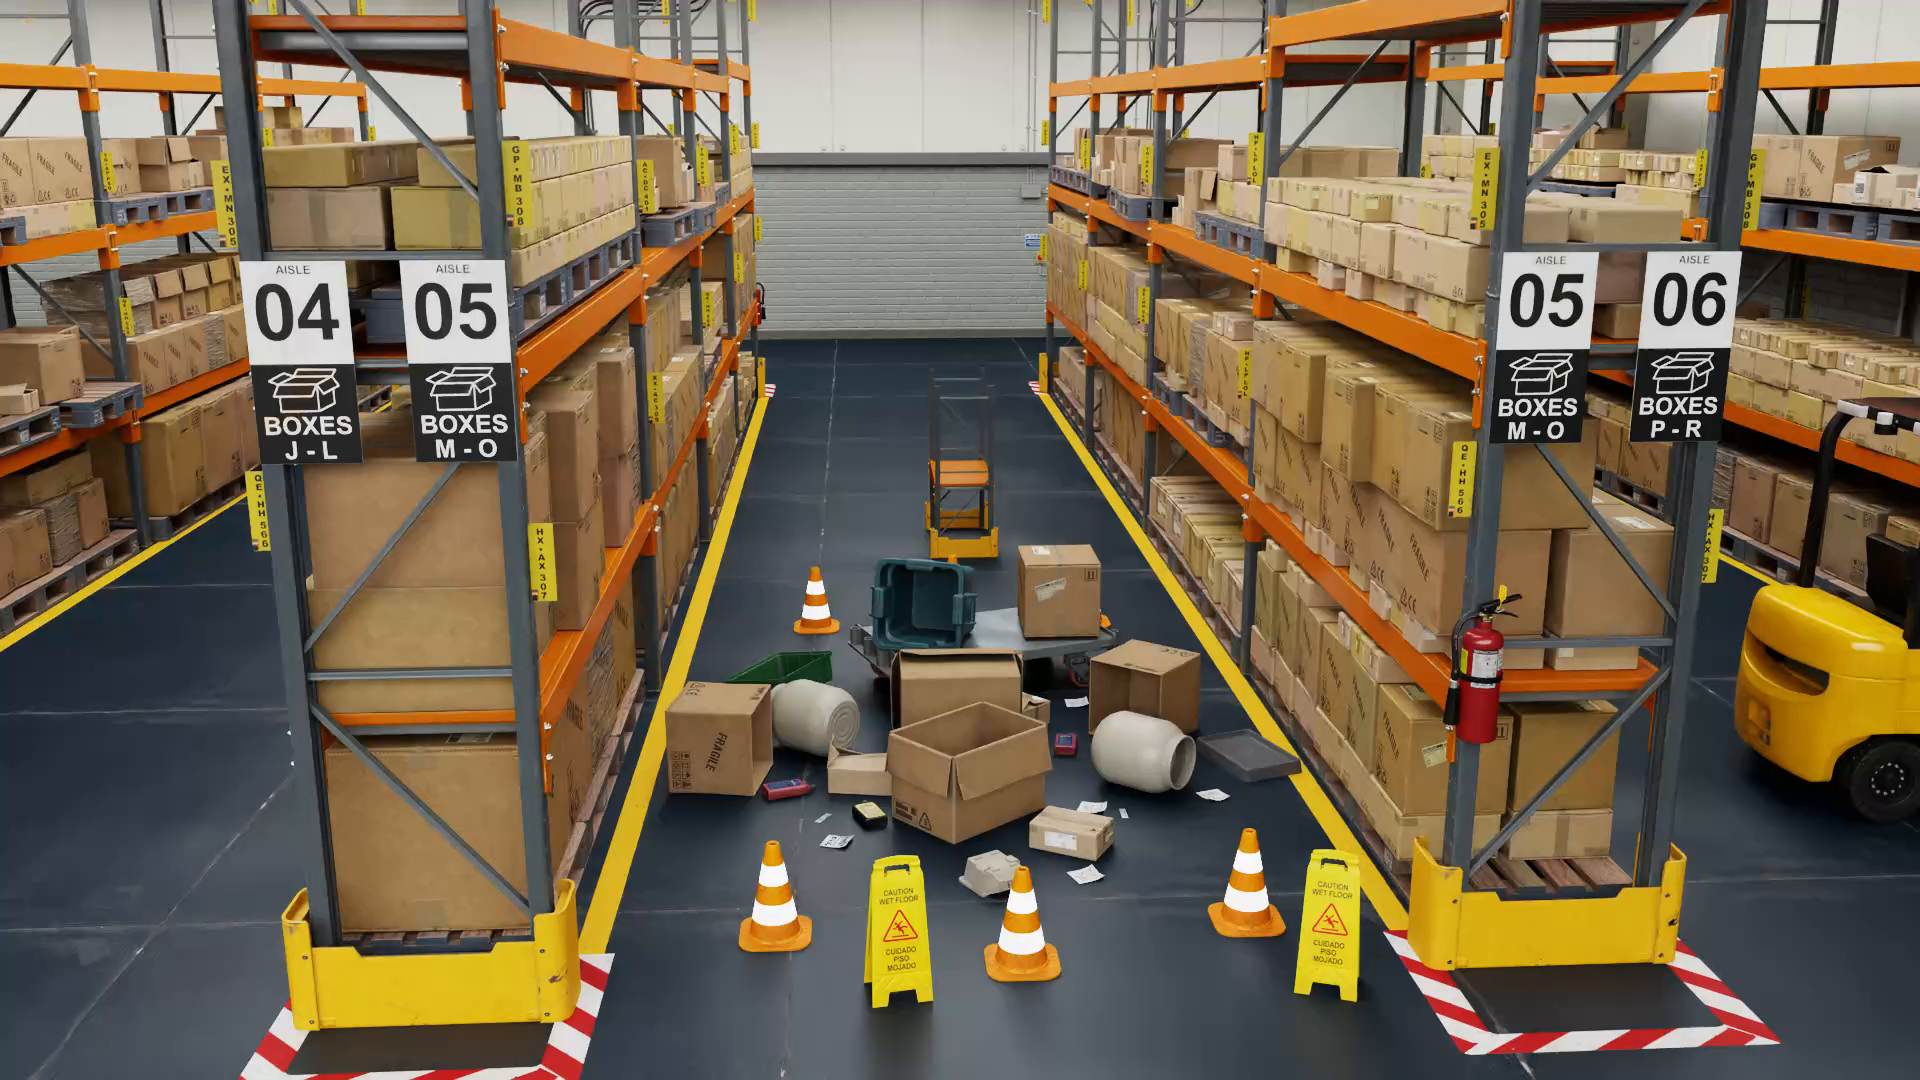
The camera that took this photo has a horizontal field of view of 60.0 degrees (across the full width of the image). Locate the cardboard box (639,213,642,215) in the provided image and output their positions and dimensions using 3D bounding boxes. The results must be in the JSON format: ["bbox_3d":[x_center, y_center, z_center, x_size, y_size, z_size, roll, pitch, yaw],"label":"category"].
[{"bbox_3d":[-2.315,-2.284,11.324,0.250,0.149,0.380,-1,14,-3],"label":"cardboard box"}]

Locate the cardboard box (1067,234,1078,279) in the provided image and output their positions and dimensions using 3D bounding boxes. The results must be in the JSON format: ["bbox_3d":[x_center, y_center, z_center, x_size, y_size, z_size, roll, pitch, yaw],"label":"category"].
[{"bbox_3d":[1.571,-3.429,20.126,0.500,0.500,0.500,-1,14,-3],"label":"cardboard box"}]

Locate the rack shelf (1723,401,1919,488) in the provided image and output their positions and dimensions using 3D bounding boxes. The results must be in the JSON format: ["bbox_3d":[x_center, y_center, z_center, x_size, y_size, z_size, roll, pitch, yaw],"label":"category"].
[{"bbox_3d":[7.265,-0.767,13.433,1.077,0.370,4.000,-1,14,-3],"label":"rack shelf"}]

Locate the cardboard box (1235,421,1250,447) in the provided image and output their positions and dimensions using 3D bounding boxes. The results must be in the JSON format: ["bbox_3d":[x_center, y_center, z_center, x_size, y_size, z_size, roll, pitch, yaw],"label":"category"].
[{"bbox_3d":[2.128,-0.746,11.568,0.380,0.149,0.250,-1,14,-3],"label":"cardboard box"}]

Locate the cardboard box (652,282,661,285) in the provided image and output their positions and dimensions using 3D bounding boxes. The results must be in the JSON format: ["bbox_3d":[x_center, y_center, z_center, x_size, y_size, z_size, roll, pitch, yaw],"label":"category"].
[{"bbox_3d":[-3.429,-2.694,17.943,0.380,0.149,0.250,0,14,-1],"label":"cardboard box"}]

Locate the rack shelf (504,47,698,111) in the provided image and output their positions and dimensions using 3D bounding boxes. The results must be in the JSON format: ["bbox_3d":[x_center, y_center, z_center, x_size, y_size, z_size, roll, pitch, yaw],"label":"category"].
[{"bbox_3d":[-2.623,-3.300,12.039,1.077,0.370,4.000,-1,14,-3],"label":"rack shelf"}]

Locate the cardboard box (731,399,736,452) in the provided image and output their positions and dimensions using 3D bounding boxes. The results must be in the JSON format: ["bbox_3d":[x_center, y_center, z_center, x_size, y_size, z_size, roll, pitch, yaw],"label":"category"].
[{"bbox_3d":[-2.697,-1.241,18.005,0.500,0.500,0.500,-1,14,-5],"label":"cardboard box"}]

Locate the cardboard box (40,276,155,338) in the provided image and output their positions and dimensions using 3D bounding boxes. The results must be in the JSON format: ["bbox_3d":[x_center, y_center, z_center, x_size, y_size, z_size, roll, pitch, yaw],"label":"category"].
[{"bbox_3d":[-7.732,-2.099,14.950,0.797,0.503,0.637,0,14,-2],"label":"cardboard box"}]

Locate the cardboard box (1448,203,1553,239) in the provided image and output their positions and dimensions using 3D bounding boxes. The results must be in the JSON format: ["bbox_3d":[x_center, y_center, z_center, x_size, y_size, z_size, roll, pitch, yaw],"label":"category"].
[{"bbox_3d":[2.390,-1.407,7.361,0.380,0.149,0.250,-1,14,-2],"label":"cardboard box"}]

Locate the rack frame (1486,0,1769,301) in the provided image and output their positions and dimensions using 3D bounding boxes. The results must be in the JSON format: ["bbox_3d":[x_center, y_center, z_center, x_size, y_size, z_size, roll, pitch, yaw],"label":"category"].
[{"bbox_3d":[2.683,-2.451,6.494,1.000,3.000,0.127,-1,14,-3],"label":"rack frame"}]

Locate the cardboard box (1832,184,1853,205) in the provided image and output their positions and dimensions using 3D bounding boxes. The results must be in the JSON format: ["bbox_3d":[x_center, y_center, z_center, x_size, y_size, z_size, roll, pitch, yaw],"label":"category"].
[{"bbox_3d":[6.970,-2.662,12.793,0.380,0.149,0.250,-1,14,-4],"label":"cardboard box"}]

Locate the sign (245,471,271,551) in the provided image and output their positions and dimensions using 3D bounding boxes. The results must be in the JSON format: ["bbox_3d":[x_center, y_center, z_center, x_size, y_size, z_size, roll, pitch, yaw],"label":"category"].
[{"bbox_3d":[-2.793,-0.115,6.654,0.100,0.325,0.005,-1,14,-3],"label":"sign"}]

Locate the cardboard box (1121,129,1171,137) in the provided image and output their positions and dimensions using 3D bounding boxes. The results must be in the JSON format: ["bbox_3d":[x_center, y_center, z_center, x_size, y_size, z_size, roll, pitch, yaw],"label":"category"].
[{"bbox_3d":[2.113,-4.433,18.971,0.500,0.500,0.500,-1,14,-2],"label":"cardboard box"}]

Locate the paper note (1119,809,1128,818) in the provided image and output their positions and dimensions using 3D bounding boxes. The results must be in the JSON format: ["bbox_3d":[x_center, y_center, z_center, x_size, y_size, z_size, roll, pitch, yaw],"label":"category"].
[{"bbox_3d":[0.901,1.505,9.157,0.032,0.001,0.123,-1,14,-3],"label":"paper note"}]

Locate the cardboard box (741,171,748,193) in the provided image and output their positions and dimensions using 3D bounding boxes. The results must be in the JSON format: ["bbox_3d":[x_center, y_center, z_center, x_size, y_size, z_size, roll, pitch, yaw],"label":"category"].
[{"bbox_3d":[-2.841,-4.312,20.048,0.500,0.250,0.500,0,14,-1],"label":"cardboard box"}]

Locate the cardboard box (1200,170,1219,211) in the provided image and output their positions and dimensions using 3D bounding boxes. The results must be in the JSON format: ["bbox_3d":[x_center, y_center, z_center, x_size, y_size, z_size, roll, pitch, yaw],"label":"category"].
[{"bbox_3d":[2.311,-2.659,13.115,0.797,0.503,0.637,-1,14,-3],"label":"cardboard box"}]

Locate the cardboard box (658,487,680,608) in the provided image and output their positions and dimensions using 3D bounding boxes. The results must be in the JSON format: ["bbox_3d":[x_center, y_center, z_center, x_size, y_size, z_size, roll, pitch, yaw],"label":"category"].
[{"bbox_3d":[-2.683,0.054,12.469,1.050,0.750,0.750,-1,14,-3],"label":"cardboard box"}]

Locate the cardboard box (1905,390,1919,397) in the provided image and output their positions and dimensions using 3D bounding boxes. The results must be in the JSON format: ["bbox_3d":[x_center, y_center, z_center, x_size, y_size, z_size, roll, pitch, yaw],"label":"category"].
[{"bbox_3d":[7.104,-0.906,11.826,0.500,0.250,0.500,-1,14,-5],"label":"cardboard box"}]

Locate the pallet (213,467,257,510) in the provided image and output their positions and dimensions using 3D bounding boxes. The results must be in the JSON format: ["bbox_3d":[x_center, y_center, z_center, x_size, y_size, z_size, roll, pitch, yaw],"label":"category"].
[{"bbox_3d":[-7.750,-0.532,16.671,1.003,0.211,1.213,-1,14,-3],"label":"pallet"}]

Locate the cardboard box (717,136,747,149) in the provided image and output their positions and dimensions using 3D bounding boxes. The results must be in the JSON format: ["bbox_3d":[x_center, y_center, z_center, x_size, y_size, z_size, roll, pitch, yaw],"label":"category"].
[{"bbox_3d":[-2.870,-4.970,20.801,0.380,0.149,0.250,-1,14,-3],"label":"cardboard box"}]

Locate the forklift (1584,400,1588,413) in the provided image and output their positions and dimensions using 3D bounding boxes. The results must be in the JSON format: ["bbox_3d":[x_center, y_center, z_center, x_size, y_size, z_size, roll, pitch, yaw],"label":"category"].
[{"bbox_3d":[4.817,-1.354,14.407,1.130,2.935,3.031,-1,14,-4],"label":"forklift"}]

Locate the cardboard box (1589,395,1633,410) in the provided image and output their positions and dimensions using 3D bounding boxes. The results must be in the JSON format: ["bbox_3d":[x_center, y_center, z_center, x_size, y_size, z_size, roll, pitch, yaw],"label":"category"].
[{"bbox_3d":[6.840,-1.431,17.441,0.380,0.149,0.250,-1,14,-3],"label":"cardboard box"}]

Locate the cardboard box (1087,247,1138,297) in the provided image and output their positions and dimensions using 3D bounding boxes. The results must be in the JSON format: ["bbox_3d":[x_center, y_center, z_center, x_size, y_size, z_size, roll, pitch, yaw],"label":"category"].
[{"bbox_3d":[1.680,-2.949,18.262,0.500,0.500,0.500,-1,14,-3],"label":"cardboard box"}]

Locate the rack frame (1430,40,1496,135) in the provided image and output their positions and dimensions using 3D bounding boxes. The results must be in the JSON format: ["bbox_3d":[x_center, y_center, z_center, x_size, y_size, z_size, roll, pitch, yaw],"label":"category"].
[{"bbox_3d":[6.646,-6.508,22.261,1.000,3.000,0.127,-1,14,-3],"label":"rack frame"}]

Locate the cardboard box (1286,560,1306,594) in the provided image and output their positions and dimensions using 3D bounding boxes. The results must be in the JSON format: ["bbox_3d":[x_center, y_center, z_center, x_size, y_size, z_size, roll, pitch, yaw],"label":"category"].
[{"bbox_3d":[2.184,0.221,10.017,0.380,0.149,0.250,0,14,-1],"label":"cardboard box"}]

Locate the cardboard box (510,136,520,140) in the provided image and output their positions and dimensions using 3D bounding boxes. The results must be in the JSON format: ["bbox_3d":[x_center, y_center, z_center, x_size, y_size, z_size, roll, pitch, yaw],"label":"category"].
[{"bbox_3d":[-2.816,-2.312,9.835,0.380,0.149,0.250,-1,14,-3],"label":"cardboard box"}]

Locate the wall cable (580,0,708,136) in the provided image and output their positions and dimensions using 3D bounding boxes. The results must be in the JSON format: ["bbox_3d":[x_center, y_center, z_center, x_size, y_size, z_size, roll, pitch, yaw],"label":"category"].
[{"bbox_3d":[-5.109,-9.295,26.637,2.277,5.999,0.120,-1,14,-3],"label":"wall cable"}]

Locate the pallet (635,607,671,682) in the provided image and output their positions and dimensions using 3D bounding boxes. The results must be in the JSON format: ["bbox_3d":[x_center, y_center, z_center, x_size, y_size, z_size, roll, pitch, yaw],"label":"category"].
[{"bbox_3d":[-2.622,0.720,11.802,1.003,0.211,1.213,-1,14,-3],"label":"pallet"}]

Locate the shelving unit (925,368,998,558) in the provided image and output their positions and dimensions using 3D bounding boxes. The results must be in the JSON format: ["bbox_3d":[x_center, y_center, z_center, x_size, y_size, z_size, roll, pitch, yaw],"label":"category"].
[{"bbox_3d":[0.005,-0.707,14.766,0.587,1.500,1.083,-1,14,-3],"label":"shelving unit"}]

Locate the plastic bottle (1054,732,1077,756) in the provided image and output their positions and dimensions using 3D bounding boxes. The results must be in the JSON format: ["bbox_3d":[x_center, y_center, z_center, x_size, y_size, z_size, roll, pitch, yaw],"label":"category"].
[{"bbox_3d":[0.644,1.232,10.115,0.133,0.061,0.283,2,15,6],"label":"plastic bottle"}]

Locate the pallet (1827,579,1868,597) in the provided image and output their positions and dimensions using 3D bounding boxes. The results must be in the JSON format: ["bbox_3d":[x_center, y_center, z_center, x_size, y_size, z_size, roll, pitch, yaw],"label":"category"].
[{"bbox_3d":[7.305,0.549,12.467,1.003,0.211,1.213,-1,14,-3],"label":"pallet"}]

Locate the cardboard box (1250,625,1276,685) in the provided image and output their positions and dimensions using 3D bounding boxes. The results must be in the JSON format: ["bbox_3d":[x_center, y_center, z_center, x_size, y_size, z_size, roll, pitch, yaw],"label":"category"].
[{"bbox_3d":[2.203,0.738,10.812,0.500,0.250,0.500,-2,15,-6],"label":"cardboard box"}]

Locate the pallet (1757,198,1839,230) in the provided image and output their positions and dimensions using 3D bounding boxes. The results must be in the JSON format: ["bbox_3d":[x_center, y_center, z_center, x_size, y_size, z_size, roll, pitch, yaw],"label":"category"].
[{"bbox_3d":[7.273,-2.807,14.275,1.213,0.211,1.003,0,14,-1],"label":"pallet"}]

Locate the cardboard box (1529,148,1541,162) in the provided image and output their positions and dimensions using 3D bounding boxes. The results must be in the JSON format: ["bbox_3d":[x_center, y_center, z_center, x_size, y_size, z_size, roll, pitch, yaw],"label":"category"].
[{"bbox_3d":[6.474,-4.254,18.383,0.380,0.149,0.250,0,14,-2],"label":"cardboard box"}]

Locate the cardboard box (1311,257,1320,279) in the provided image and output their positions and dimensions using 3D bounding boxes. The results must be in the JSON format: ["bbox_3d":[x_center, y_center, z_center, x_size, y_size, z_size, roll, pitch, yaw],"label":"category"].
[{"bbox_3d":[2.272,-1.602,9.716,0.380,0.149,0.250,0,14,-2],"label":"cardboard box"}]

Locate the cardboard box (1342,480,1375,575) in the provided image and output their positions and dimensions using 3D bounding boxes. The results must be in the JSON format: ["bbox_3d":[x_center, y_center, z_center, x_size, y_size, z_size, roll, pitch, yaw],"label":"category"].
[{"bbox_3d":[2.321,-0.118,8.669,0.500,0.500,0.500,-1,14,-4],"label":"cardboard box"}]

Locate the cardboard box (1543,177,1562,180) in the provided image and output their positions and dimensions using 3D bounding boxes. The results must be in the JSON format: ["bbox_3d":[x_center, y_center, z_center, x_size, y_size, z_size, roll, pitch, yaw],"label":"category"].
[{"bbox_3d":[6.614,-4.248,19.202,0.500,0.250,0.500,-1,14,-3],"label":"cardboard box"}]

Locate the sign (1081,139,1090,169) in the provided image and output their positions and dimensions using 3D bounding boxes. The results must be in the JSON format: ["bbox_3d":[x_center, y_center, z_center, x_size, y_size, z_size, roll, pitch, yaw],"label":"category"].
[{"bbox_3d":[1.386,-4.263,18.358,0.100,0.325,0.005,-1,14,-3],"label":"sign"}]

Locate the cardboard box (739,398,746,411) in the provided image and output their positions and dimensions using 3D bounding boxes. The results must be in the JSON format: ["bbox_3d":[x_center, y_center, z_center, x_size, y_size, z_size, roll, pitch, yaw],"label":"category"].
[{"bbox_3d":[-2.817,-1.669,20.372,0.380,0.149,0.250,-1,14,-5],"label":"cardboard box"}]

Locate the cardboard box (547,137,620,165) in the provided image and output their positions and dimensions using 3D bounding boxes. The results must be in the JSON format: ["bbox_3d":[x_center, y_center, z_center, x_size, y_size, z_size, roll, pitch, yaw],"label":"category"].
[{"bbox_3d":[-2.127,-2.197,9.386,0.380,0.149,0.250,-1,14,-4],"label":"cardboard box"}]

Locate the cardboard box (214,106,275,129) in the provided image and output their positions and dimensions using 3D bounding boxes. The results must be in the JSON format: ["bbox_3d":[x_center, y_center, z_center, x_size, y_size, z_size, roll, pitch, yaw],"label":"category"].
[{"bbox_3d":[-8.003,-4.727,18.612,0.500,0.250,0.500,-2,15,-7],"label":"cardboard box"}]

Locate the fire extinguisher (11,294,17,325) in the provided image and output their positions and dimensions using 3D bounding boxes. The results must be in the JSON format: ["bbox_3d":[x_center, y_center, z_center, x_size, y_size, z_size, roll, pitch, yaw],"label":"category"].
[{"bbox_3d":[-12.698,-3.122,22.045,0.296,0.674,0.183,-1,14,-3],"label":"fire extinguisher"}]

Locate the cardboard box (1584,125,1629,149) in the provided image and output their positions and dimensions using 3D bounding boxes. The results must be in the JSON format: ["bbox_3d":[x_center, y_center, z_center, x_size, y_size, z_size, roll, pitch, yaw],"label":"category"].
[{"bbox_3d":[7.031,-4.395,18.101,0.396,0.266,0.258,-1,14,-3],"label":"cardboard box"}]

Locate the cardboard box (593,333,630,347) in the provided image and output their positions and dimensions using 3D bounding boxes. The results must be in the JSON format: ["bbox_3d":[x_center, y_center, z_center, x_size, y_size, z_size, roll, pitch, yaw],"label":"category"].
[{"bbox_3d":[-2.535,-1.095,11.056,0.700,0.500,0.500,-1,14,-4],"label":"cardboard box"}]

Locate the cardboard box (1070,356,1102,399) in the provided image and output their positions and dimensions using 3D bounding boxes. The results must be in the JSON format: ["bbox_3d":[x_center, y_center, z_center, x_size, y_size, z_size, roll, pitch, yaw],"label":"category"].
[{"bbox_3d":[1.898,-2.098,21.458,0.875,0.438,0.875,0,14,-2],"label":"cardboard box"}]

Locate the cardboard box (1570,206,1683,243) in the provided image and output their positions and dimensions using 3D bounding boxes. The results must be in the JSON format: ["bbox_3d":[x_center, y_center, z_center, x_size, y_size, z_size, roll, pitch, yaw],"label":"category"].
[{"bbox_3d":[2.865,-1.355,7.156,0.380,0.149,0.250,-1,14,-4],"label":"cardboard box"}]

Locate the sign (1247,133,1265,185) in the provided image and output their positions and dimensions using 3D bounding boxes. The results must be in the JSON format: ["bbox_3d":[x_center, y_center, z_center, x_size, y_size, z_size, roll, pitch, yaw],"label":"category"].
[{"bbox_3d":[1.882,-2.425,10.584,0.100,0.325,0.005,-1,14,-3],"label":"sign"}]

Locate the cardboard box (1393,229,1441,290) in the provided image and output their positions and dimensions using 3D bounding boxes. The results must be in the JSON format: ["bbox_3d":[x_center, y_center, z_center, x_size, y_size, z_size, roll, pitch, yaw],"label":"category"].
[{"bbox_3d":[2.366,-1.319,7.816,0.500,0.250,0.500,-1,14,-4],"label":"cardboard box"}]

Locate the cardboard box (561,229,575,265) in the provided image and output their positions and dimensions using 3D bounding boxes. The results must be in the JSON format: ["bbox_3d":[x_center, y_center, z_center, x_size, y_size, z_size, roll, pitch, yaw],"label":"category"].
[{"bbox_3d":[-2.015,-1.369,7.767,0.380,0.149,0.250,-1,14,-3],"label":"cardboard box"}]

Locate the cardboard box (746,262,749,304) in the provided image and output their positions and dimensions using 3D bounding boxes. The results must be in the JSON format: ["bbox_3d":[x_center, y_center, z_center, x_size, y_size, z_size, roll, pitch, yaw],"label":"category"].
[{"bbox_3d":[-2.869,-3.130,20.374,0.500,0.500,0.500,0,14,-1],"label":"cardboard box"}]

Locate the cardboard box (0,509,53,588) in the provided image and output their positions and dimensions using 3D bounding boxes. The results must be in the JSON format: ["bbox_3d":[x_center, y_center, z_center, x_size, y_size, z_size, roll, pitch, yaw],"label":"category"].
[{"bbox_3d":[-7.553,0.060,12.907,0.700,0.500,0.500,0,14,1],"label":"cardboard box"}]

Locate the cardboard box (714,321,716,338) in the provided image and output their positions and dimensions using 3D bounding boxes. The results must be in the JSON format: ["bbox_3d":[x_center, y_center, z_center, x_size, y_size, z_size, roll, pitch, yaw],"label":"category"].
[{"bbox_3d":[-2.704,-2.157,17.051,0.380,0.149,0.250,-2,15,-6],"label":"cardboard box"}]

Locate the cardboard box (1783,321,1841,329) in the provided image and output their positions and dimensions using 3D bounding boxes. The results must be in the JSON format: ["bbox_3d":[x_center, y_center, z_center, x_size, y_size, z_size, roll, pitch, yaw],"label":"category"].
[{"bbox_3d":[7.491,-1.835,14.634,0.380,0.149,0.250,-1,14,-2],"label":"cardboard box"}]

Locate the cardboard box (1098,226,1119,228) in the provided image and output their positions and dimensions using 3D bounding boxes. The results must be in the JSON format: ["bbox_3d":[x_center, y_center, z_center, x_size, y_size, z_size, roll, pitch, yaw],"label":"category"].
[{"bbox_3d":[1.689,-3.578,19.405,0.380,0.149,0.250,-1,14,-3],"label":"cardboard box"}]

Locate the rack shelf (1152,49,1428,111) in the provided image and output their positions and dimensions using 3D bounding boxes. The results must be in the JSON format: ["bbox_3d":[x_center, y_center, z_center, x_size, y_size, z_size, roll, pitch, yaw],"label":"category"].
[{"bbox_3d":[2.312,-3.401,12.434,1.077,0.370,4.000,-1,14,-3],"label":"rack shelf"}]

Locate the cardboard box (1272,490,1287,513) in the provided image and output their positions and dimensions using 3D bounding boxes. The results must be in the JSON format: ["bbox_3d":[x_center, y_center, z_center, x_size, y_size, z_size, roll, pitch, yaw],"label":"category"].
[{"bbox_3d":[2.202,-0.274,10.575,0.380,0.149,0.250,0,14,-2],"label":"cardboard box"}]

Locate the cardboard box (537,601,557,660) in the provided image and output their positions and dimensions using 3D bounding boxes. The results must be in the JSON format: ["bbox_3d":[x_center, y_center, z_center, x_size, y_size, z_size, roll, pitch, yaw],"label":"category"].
[{"bbox_3d":[-2.375,0.255,7.715,0.875,0.550,0.550,-1,14,-3],"label":"cardboard box"}]

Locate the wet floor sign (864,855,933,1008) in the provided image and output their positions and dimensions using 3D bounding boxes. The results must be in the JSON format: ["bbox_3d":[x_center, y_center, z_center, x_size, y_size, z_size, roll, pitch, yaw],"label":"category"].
[{"bbox_3d":[-0.273,1.672,7.232,0.267,0.644,0.232,-3,15,-13],"label":"wet floor sign"}]

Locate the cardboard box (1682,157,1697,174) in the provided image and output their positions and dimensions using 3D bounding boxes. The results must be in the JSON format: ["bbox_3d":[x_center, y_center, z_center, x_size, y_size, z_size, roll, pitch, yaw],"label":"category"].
[{"bbox_3d":[6.825,-3.411,15.149,0.380,0.149,0.250,0,14,-2],"label":"cardboard box"}]

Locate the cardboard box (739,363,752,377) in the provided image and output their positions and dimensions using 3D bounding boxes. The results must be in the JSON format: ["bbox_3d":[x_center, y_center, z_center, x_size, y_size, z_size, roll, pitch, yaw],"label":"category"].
[{"bbox_3d":[-2.830,-2.150,21.046,0.380,0.149,0.250,0,14,-1],"label":"cardboard box"}]
